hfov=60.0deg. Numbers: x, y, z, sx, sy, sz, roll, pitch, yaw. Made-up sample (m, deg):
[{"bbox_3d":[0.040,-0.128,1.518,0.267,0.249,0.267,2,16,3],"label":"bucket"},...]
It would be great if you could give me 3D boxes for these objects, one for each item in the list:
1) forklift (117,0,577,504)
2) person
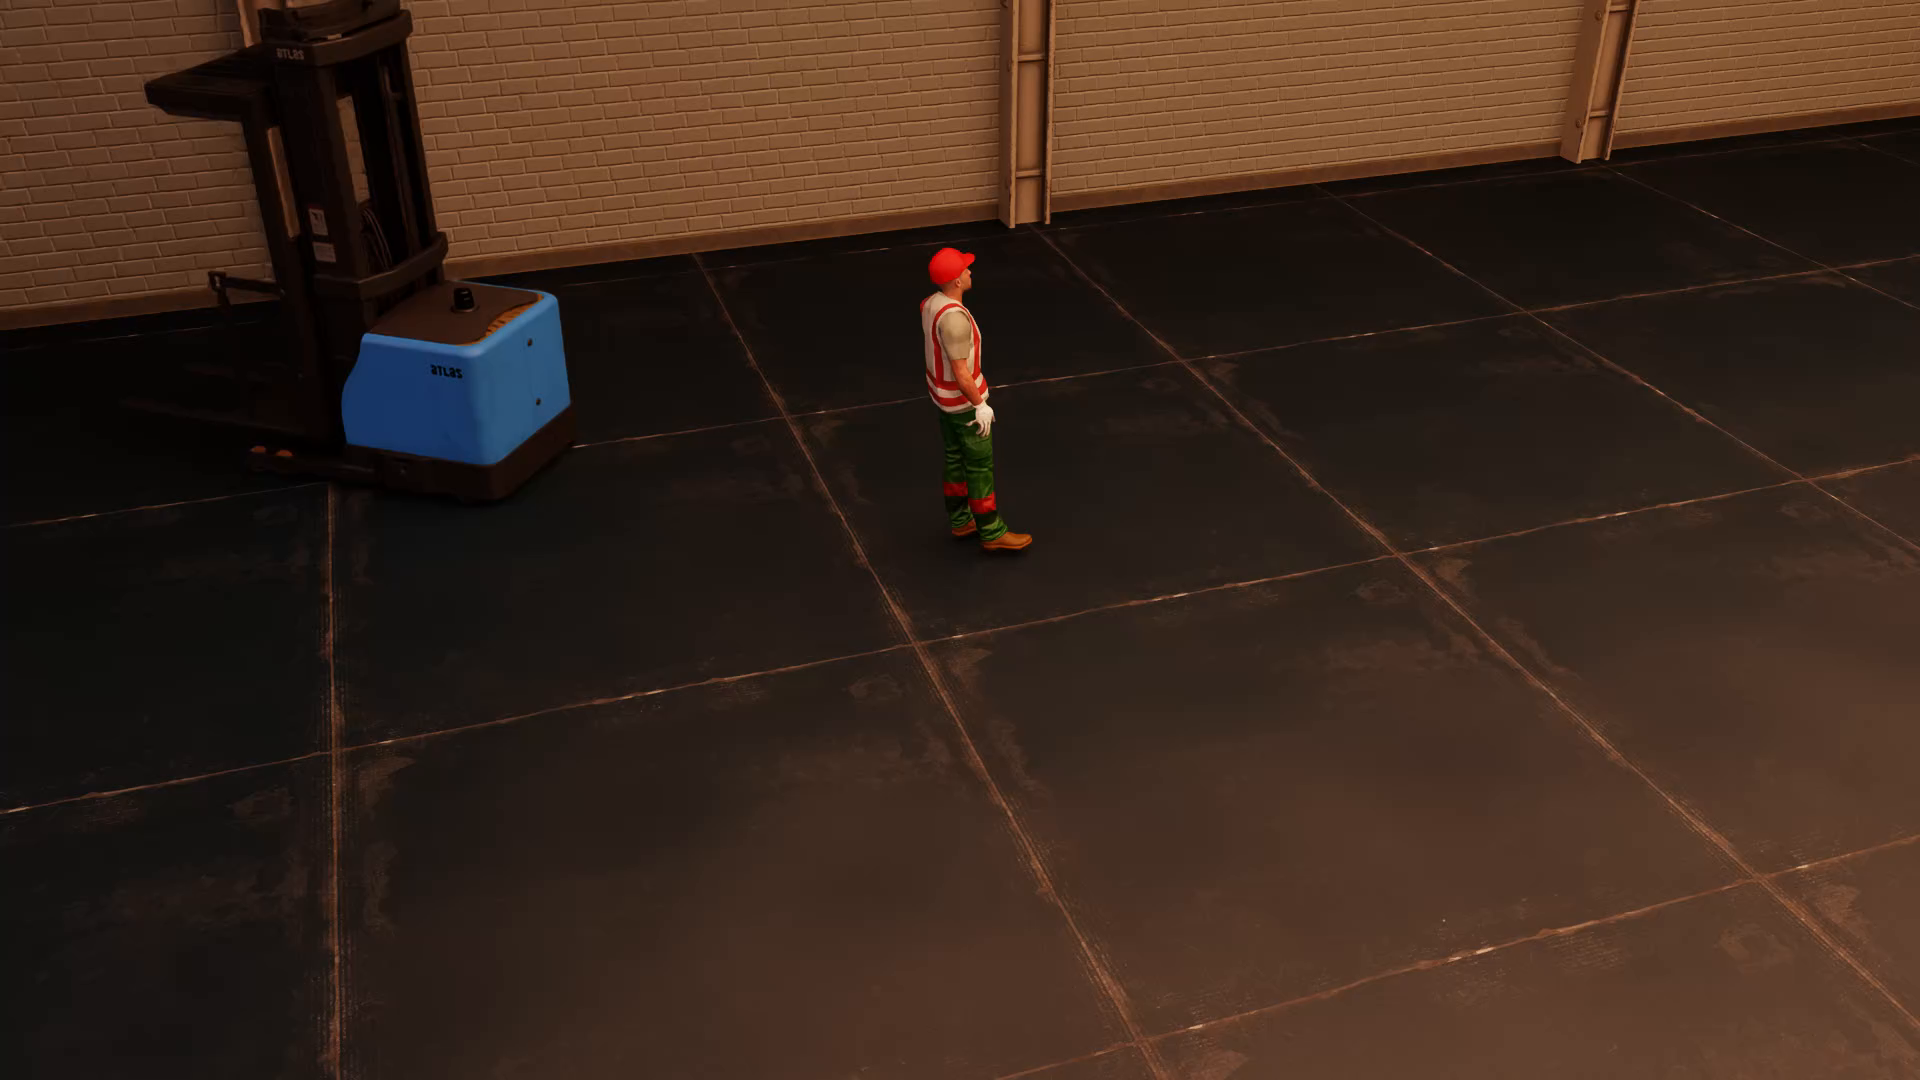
[{"bbox_3d":[-4.127,-1.921,10.425,3.031,2.935,1.130,9,31,16],"label":"forklift"},{"bbox_3d":[0.080,-0.824,9.570,0.561,1.789,0.638,-10,31,-16],"label":"person"}]
